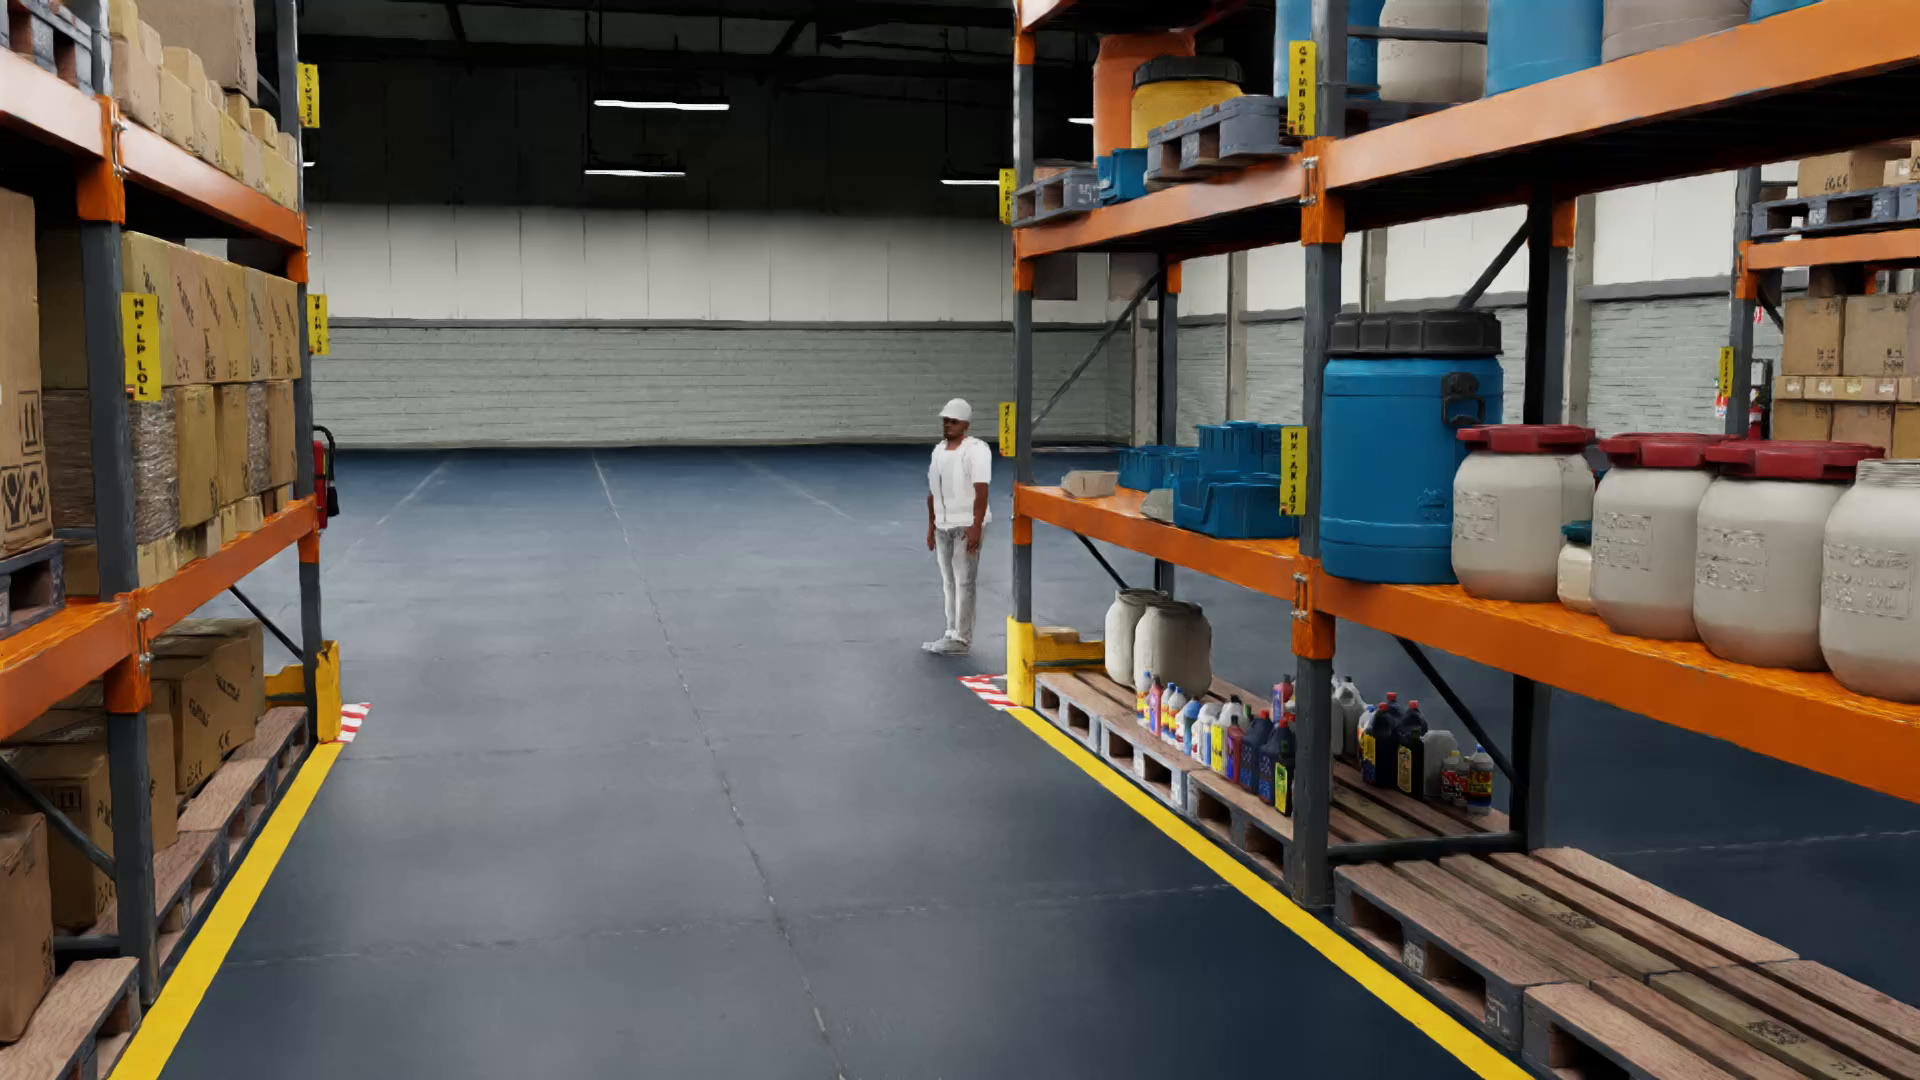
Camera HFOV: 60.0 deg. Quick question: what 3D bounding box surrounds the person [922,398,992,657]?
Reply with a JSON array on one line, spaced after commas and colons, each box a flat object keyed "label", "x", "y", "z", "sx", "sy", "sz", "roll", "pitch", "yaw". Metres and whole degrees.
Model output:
[{"label": "person", "x": -0.088, "y": -0.088, "z": 11.443, "sx": 0.521, "sy": 1.768, "sz": 0.649, "roll": -5, "pitch": 8, "yaw": -41}]
